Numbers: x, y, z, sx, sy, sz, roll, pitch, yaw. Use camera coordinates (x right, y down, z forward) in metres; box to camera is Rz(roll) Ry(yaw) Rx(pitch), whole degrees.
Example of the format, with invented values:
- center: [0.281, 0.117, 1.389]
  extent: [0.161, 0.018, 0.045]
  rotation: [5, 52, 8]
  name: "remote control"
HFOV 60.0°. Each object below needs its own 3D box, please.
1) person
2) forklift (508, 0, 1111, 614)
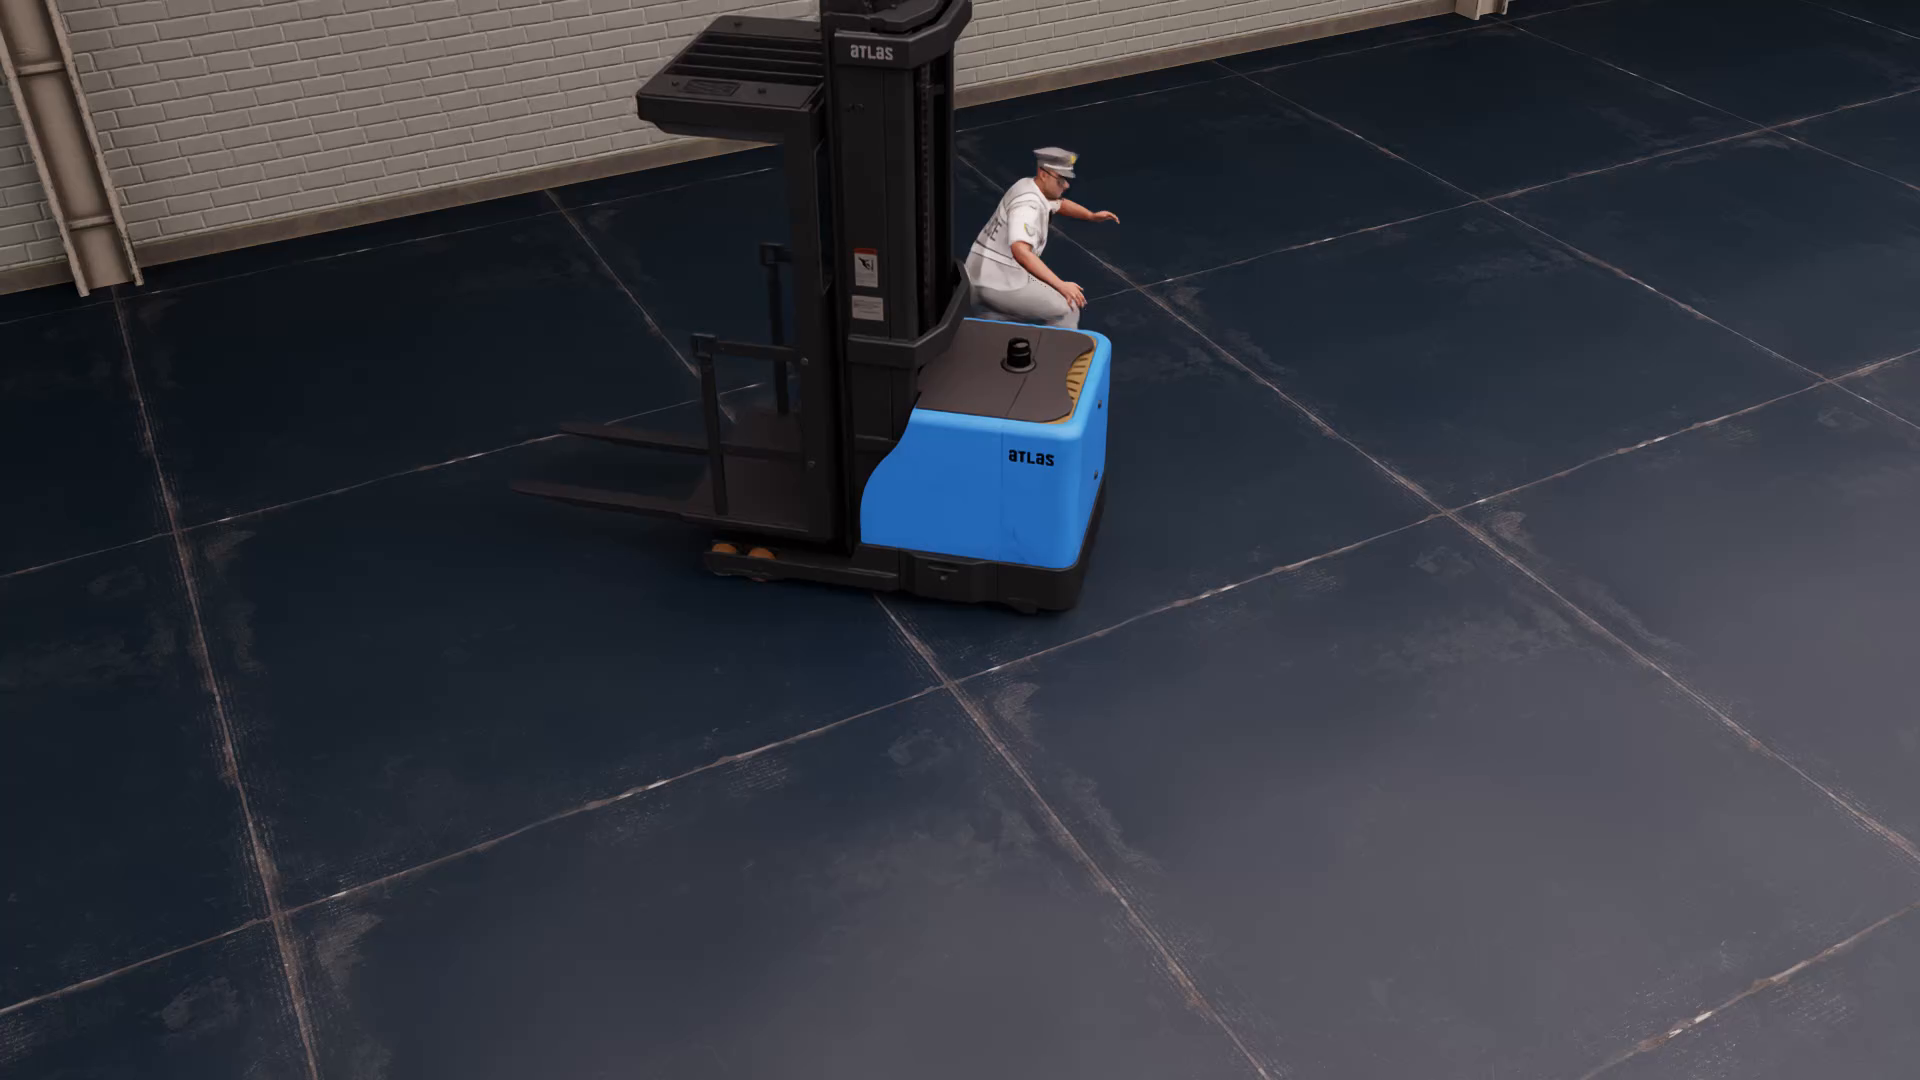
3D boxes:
- center: [0.501, -1.425, 9.369]
  extent: [0.933, 1.519, 0.999]
  rotation: [-10, 37, -14]
  name: "person"
- center: [-0.808, -1.277, 7.929]
  extent: [3.031, 2.935, 1.130]
  rotation: [8, 36, 11]
  name: "forklift"
